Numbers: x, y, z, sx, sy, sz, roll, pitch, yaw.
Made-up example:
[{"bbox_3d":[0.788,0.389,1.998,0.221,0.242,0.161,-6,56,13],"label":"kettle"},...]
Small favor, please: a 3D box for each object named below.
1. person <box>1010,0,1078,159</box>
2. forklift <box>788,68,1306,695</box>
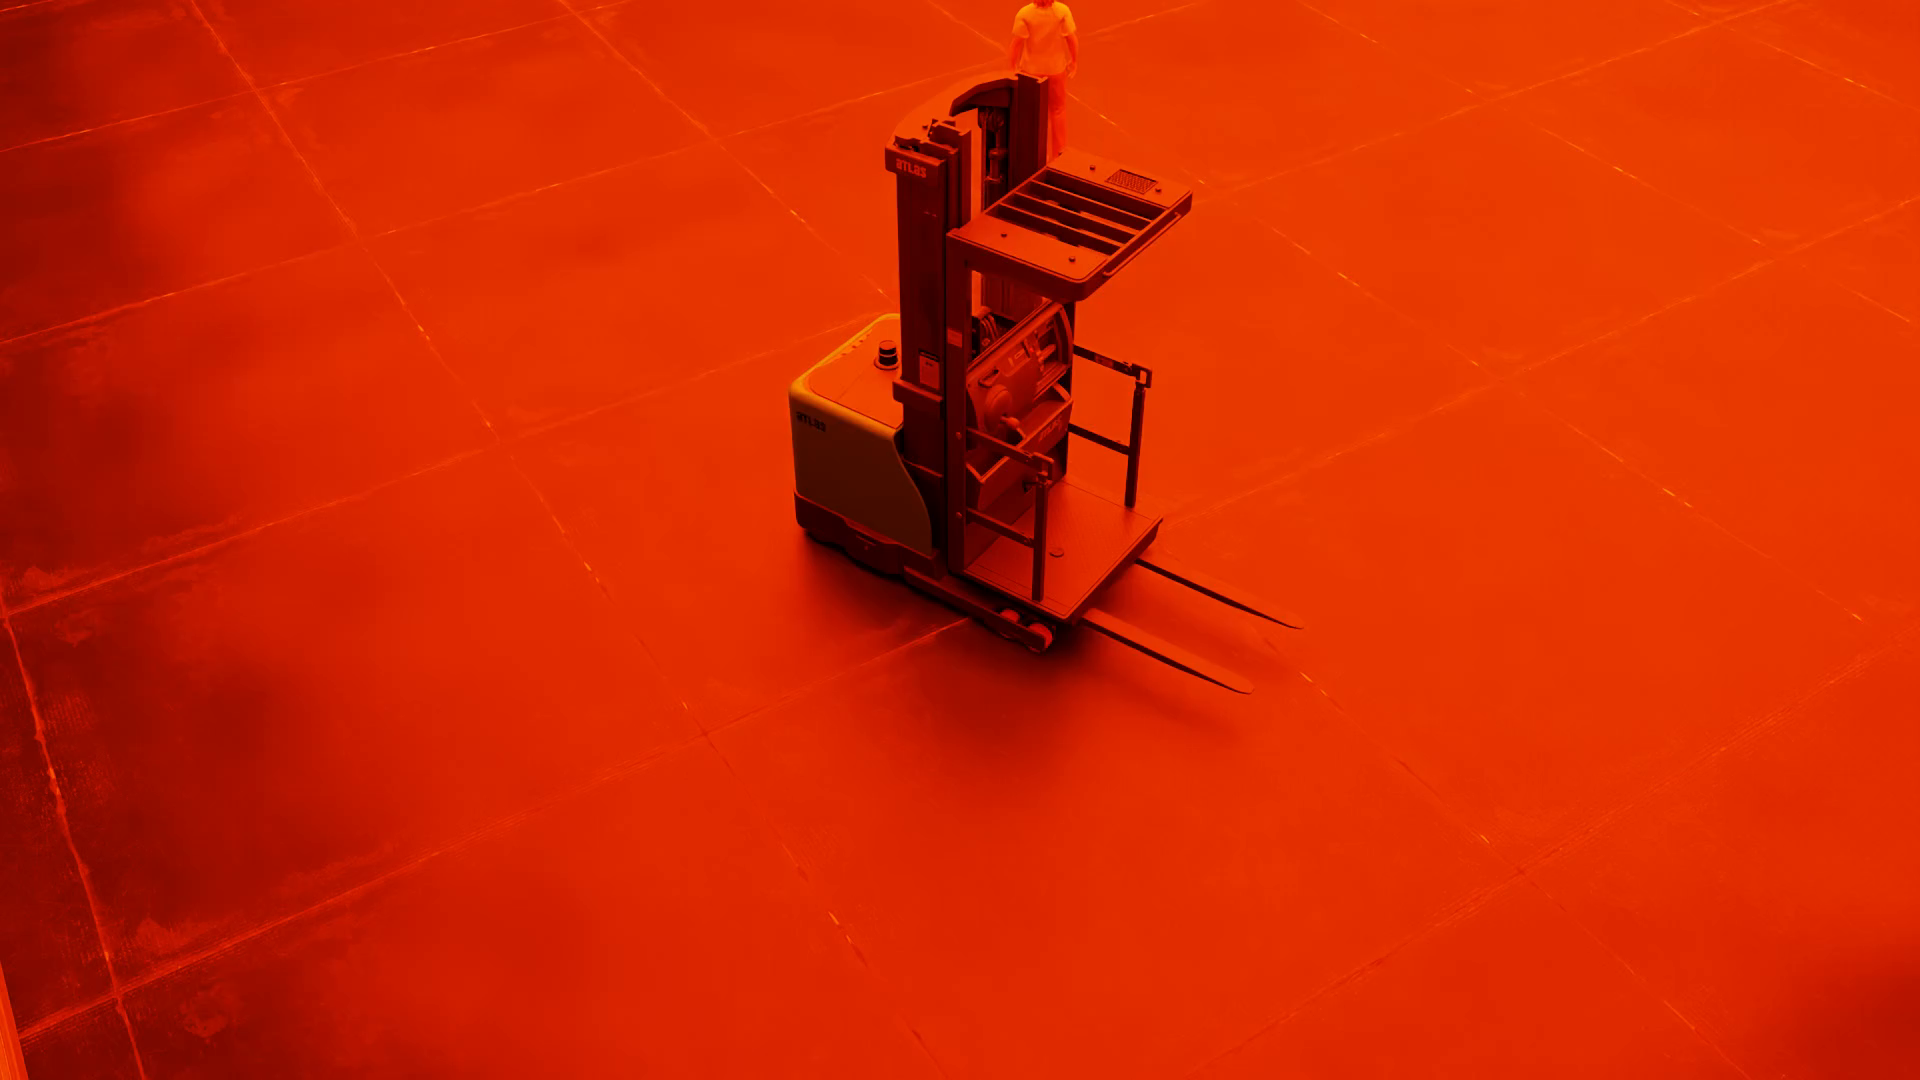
[{"bbox_3d":[0.652,-3.716,13.086,0.538,1.687,0.482,-1,41,-1],"label":"person"},{"bbox_3d":[0.496,-0.872,8.869,3.031,2.935,1.130,25,47,26],"label":"forklift"}]
